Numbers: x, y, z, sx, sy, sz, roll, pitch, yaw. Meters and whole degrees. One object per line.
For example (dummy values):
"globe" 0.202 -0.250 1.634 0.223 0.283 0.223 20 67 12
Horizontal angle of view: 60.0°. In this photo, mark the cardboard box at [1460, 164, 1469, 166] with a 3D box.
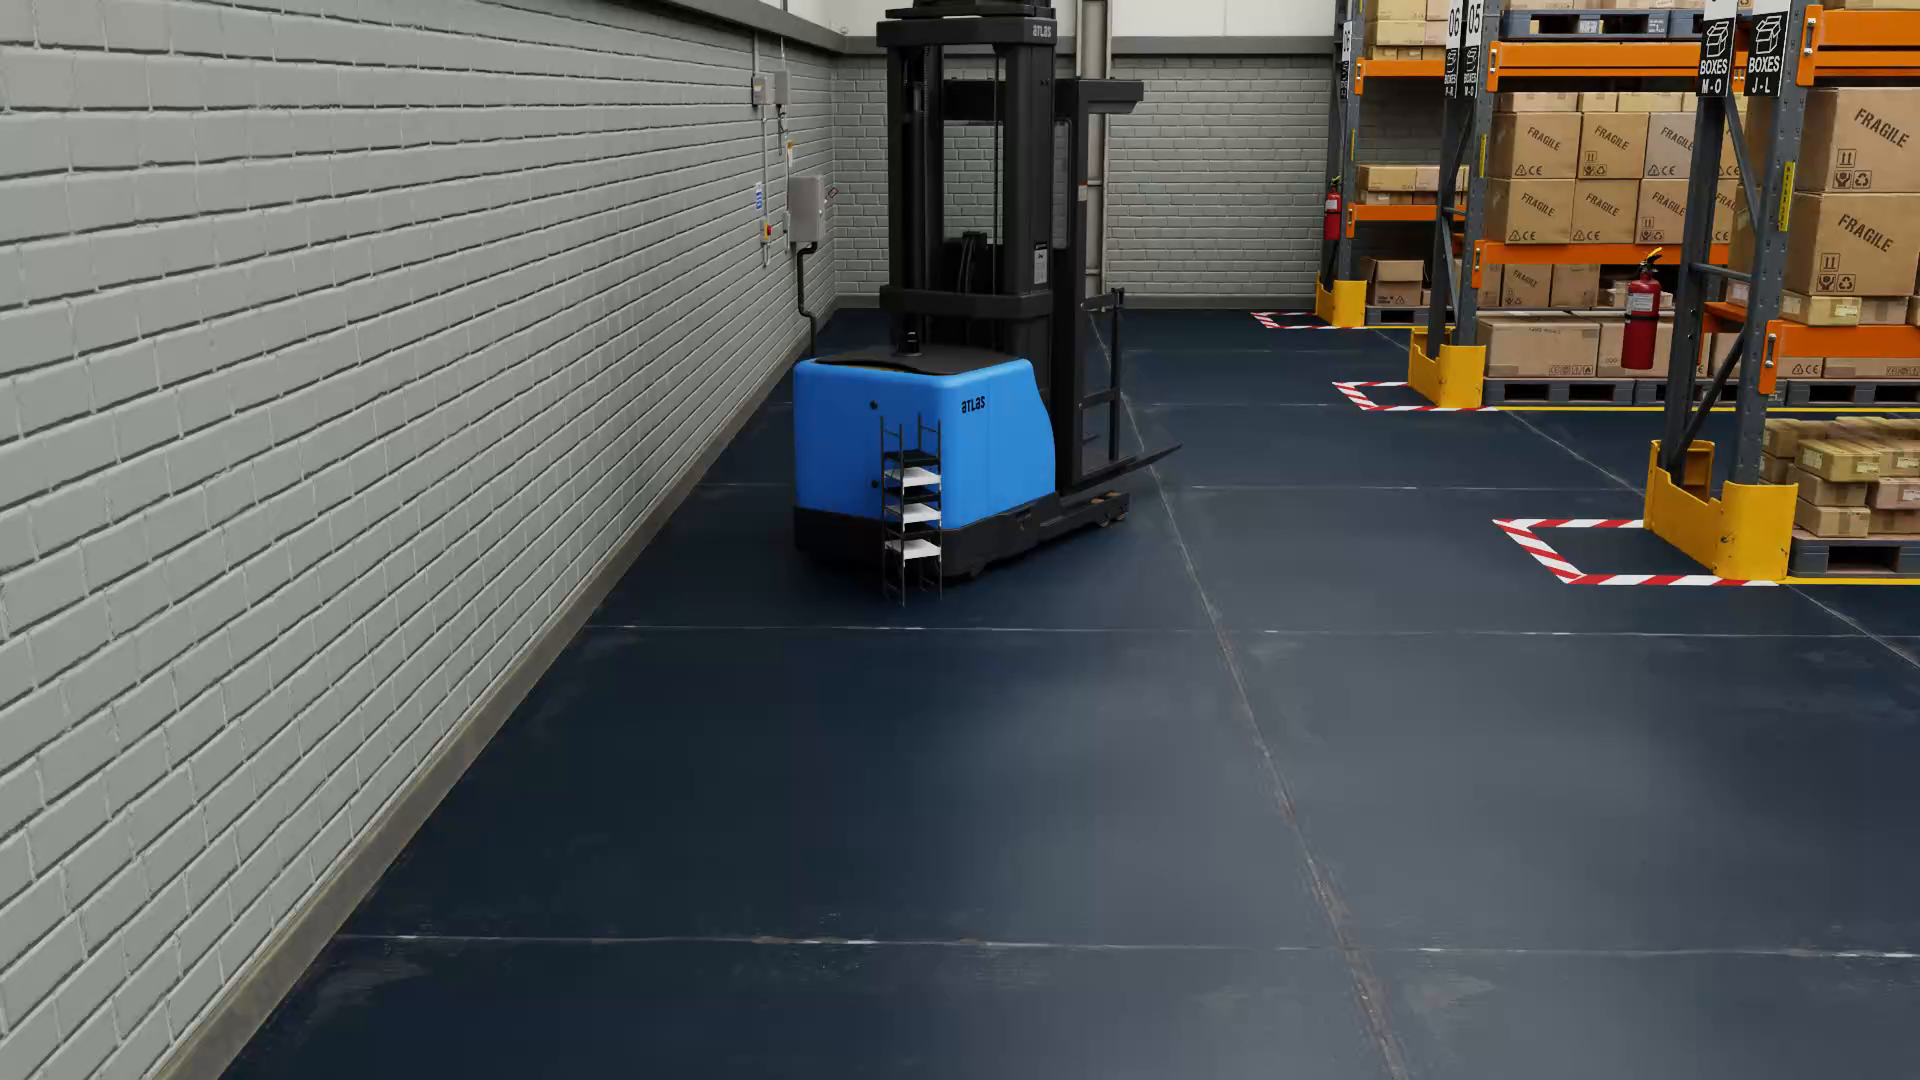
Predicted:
"cardboard box" 5.661 -4.048 18.514 0.500 0.250 0.500 1 15 3

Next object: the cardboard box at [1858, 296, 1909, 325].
"cardboard box" 4.606 -1.193 8.474 0.250 0.149 0.380 1 15 3

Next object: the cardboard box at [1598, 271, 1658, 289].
"cardboard box" 7.528 -2.862 18.754 0.500 0.311 0.500 1 15 3

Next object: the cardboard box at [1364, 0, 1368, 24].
"cardboard box" 4.635 -5.752 18.112 0.500 0.250 0.500 0 15 0

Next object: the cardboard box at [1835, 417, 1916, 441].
"cardboard box" 5.083 -0.579 9.254 0.250 0.149 0.380 0 15 0

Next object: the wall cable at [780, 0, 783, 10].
"wall cable" -1.611 -5.712 13.350 0.029 3.000 2.355 0 15 1

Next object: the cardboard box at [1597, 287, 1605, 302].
"cardboard box" 7.095 -2.786 18.785 0.250 0.149 0.380 0 15 1

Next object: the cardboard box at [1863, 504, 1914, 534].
"cardboard box" 4.815 -0.150 8.794 0.250 0.149 0.380 0 15 1

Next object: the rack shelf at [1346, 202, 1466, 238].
"rack shelf" 6.183 -3.559 18.361 4.000 0.370 1.077 0 15 1

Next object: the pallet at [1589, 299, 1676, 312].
"pallet" 7.496 -2.550 18.593 1.213 0.211 1.003 0 15 1

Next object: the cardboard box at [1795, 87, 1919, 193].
"cardboard box" 4.477 -1.996 8.287 0.500 0.500 0.500 0 15 1

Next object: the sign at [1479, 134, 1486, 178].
"sign" 4.041 -2.970 12.864 0.005 0.325 0.100 0 15 1

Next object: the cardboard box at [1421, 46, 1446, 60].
"cardboard box" 5.015 -5.187 17.731 0.250 0.149 0.380 0 15 2

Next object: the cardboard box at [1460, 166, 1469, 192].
"cardboard box" 5.641 -3.914 18.006 0.500 0.250 0.500 0 15 0

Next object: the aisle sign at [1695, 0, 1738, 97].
"aisle sign" 3.970 -2.725 8.693 0.004 0.787 0.394 0 15 1

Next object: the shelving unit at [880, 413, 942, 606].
"shelving unit" -0.239 -0.151 8.149 0.210 0.900 0.258 -7 17 -26

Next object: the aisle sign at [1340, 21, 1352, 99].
"aisle sign" 4.108 -5.103 17.705 0.004 0.787 0.394 0 15 1

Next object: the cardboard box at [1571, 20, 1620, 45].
"cardboard box" 6.662 -5.362 17.614 0.500 0.250 0.500 1 15 3

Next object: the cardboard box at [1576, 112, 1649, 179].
"cardboard box" 5.050 -3.109 13.087 0.500 0.500 0.500 0 15 0

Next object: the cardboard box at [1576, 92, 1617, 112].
"cardboard box" 4.929 -3.412 12.966 0.250 0.149 0.380 1 15 3

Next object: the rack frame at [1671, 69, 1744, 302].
"rack frame" 8.182 -3.894 18.220 0.127 3.000 1.000 0 15 1

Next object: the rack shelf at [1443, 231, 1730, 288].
"rack shelf" 6.060 -2.293 13.563 4.000 0.370 1.077 0 15 1

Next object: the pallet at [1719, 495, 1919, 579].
"pallet" 4.922 -0.028 9.033 1.213 0.211 1.003 0 15 1

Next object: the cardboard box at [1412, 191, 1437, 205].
"cardboard box" 5.024 -3.744 18.143 0.250 0.149 0.380 0 15 1

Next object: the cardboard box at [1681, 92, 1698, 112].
"cardboard box" 5.705 -3.415 12.975 0.250 0.149 0.380 1 15 2

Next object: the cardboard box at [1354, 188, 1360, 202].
"cardboard box" 4.522 -3.865 18.602 0.250 0.149 0.380 0 15 1

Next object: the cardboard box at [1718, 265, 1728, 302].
"cardboard box" 8.660 -2.828 18.256 0.500 0.500 0.500 1 15 4

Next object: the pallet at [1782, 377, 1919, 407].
"pallet" 7.301 -1.305 13.872 1.213 0.211 1.003 0 15 1

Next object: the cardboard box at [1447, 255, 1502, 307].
"cardboard box" 5.646 -2.871 18.418 0.500 0.500 0.700 1 15 4

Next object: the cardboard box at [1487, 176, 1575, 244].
"cardboard box" 4.533 -2.626 13.218 0.500 0.500 0.500 0 15 1

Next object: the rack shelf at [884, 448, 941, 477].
"rack shelf" -0.239 -0.380 8.089 0.200 0.077 0.258 -7 17 -26

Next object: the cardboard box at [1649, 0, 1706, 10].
"cardboard box" 5.556 -4.290 12.998 0.500 0.311 0.500 1 15 2

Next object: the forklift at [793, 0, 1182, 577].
"forklift" 0.340 -1.550 9.471 1.130 2.935 3.031 9 17 32

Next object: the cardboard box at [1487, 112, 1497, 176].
"cardboard box" 4.549 -3.244 13.598 0.500 0.500 0.500 1 15 3

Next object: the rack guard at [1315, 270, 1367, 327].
"rack guard" 4.260 -2.711 18.635 0.348 0.500 1.175 0 15 1

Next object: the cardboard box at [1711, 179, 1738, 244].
"cardboard box" 6.049 -2.623 13.207 0.500 0.500 0.500 1 15 3

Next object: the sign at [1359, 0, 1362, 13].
"sign" 4.170 -5.655 17.300 0.005 0.325 0.100 0 15 1

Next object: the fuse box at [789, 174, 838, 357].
"fuse box" -1.377 -2.597 15.828 0.414 1.711 0.539 0 15 1

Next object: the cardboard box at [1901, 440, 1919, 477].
"cardboard box" 5.078 -0.408 8.606 0.250 0.149 0.380 0 15 1

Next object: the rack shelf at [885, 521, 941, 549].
"rack shelf" -0.239 -0.032 8.181 0.200 0.077 0.258 -7 17 -26

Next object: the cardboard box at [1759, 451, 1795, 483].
"cardboard box" 4.570 -0.429 9.268 0.250 0.149 0.380 0 15 0

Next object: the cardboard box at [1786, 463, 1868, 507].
"cardboard box" 4.552 -0.291 8.744 0.250 0.149 0.380 1 15 4

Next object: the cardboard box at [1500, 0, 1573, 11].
"cardboard box" 4.513 -4.304 13.167 0.500 0.250 0.500 -1 15 -4

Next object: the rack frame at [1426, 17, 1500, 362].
"rack frame" 4.061 -2.654 13.520 0.127 3.000 1.000 0 15 1

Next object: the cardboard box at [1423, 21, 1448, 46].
"cardboard box" 5.129 -5.371 17.649 0.500 0.250 0.500 1 15 2

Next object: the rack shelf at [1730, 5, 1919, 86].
"rack shelf" 6.035 -2.481 8.393 4.000 0.370 1.077 0 15 1

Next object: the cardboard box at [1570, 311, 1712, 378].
"cardboard box" 5.638 -1.636 13.860 0.875 0.438 0.875 1 15 3

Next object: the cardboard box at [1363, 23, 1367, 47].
"cardboard box" 4.635 -5.508 18.169 0.500 0.250 0.500 0 15 0

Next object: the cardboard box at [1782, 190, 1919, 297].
"cardboard box" 4.477 -1.510 8.404 0.500 0.500 0.500 1 15 4
